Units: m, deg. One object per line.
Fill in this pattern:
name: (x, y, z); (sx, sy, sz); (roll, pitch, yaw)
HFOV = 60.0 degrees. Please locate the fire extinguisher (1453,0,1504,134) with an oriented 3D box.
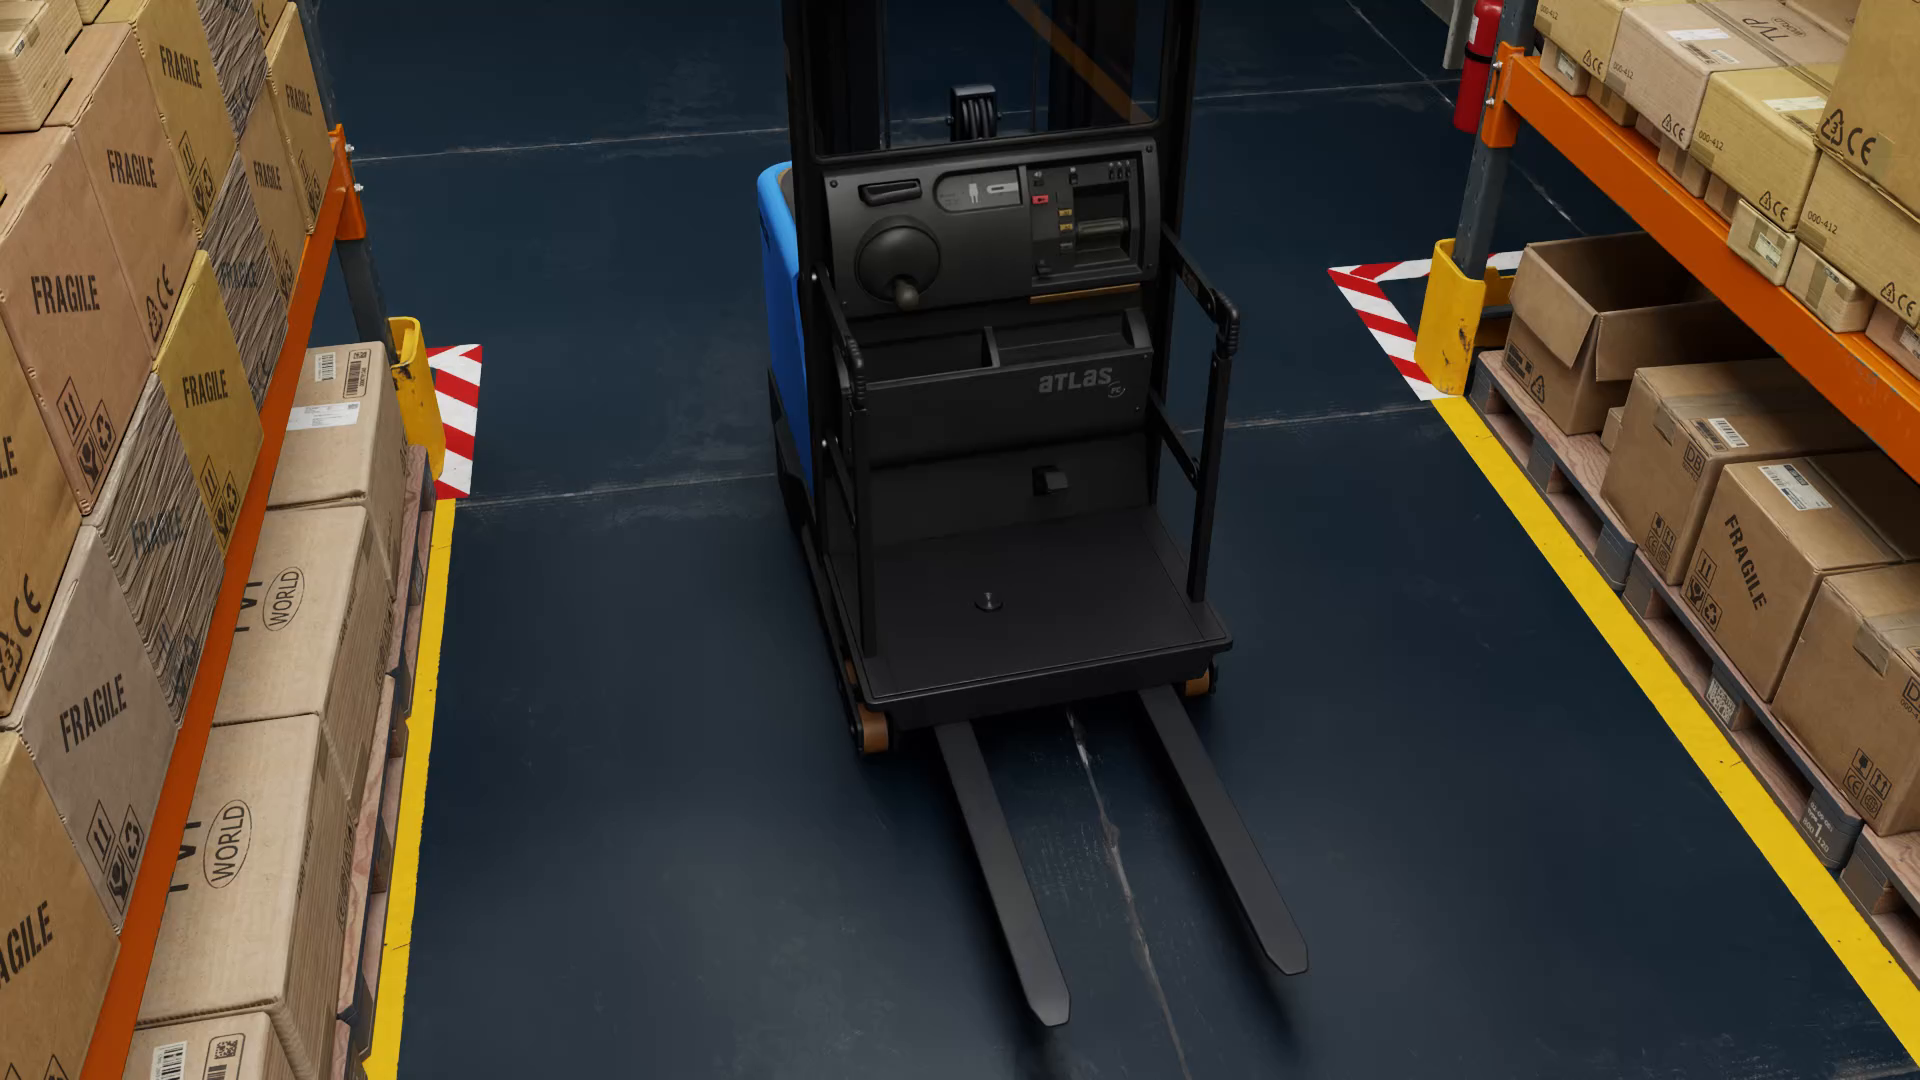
fire extinguisher: (1.927, -1.813, 6.006); (0.296, 0.674, 0.183); (-6, 38, -8)

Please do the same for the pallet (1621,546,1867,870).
pallet: (2.772, 0.412, 5.048); (1.003, 0.211, 1.213); (-6, 38, -8)

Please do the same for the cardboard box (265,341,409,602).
cardboard box: (-2.265, -0.182, 5.285); (0.875, 0.438, 0.875); (-7, 38, -9)

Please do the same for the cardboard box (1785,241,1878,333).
cardboard box: (2.438, -0.684, 4.391); (0.380, 0.149, 0.250); (-5, 38, -7)

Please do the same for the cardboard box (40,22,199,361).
cardboard box: (-1.869, -0.669, 3.270); (0.500, 0.500, 0.500); (-6, 38, -8)

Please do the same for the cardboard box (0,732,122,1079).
cardboard box: (-1.602, 0.649, 2.388); (0.500, 0.500, 0.500); (-5, 38, -6)

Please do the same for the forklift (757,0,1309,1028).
forklift: (0.153, -0.786, 4.373); (1.130, 2.935, 3.031); (-9, 39, -11)

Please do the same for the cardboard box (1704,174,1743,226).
cardboard box: (2.402, -1.002, 4.800); (0.380, 0.149, 0.250); (-6, 38, -7)

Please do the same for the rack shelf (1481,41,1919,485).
rack shelf: (2.758, -0.460, 4.483); (1.077, 0.370, 4.000); (-6, 38, -8)

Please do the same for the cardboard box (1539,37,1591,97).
cardboard box: (2.195, -1.625, 5.601); (0.380, 0.149, 0.250); (-7, 38, -8)

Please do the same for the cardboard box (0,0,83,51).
cardboard box: (-1.913, -0.986, 3.149); (0.380, 0.149, 0.250); (-5, 38, -6)

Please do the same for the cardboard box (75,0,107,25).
cardboard box: (-1.941, -1.146, 3.355); (0.380, 0.149, 0.250); (-5, 38, -7)

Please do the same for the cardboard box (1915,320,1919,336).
cardboard box: (2.602, -0.479, 3.802); (0.500, 0.250, 0.500); (-6, 38, -8)

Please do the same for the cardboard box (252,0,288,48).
cardboard box: (-2.160, -1.585, 4.448); (0.500, 0.500, 0.500); (-5, 38, -6)

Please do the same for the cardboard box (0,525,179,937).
cardboard box: (-1.686, 0.345, 2.780); (0.500, 0.500, 0.500); (-6, 38, -8)

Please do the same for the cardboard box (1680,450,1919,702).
cardboard box: (2.527, 0.099, 4.872); (0.500, 0.500, 0.500); (-6, 38, -7)

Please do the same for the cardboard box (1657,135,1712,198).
cardboard box: (2.349, -1.162, 5.005); (0.380, 0.149, 0.250); (-5, 38, -7)

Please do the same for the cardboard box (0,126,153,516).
cardboard box: (-1.784, -0.364, 2.877); (0.500, 0.500, 0.500); (-6, 38, -7)

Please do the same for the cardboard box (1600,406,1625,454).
cardboard box: (2.458, -0.352, 5.739); (0.380, 0.149, 0.250); (-8, 38, -10)

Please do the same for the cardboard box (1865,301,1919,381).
cardboard box: (2.551, -0.536, 4.200); (0.380, 0.149, 0.250); (-6, 38, -8)

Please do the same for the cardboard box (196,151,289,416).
cardboard box: (-1.961, -0.578, 3.968); (0.500, 0.500, 0.500); (-5, 38, -7)

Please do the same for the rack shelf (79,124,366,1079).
rack shelf: (-2.128, 0.076, 3.793); (1.077, 0.370, 4.000); (-6, 38, -8)

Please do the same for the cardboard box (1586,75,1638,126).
cardboard box: (2.285, -1.476, 5.410); (0.380, 0.149, 0.250); (-5, 38, -7)

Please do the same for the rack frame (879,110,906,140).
rack frame: (-0.288, -1.117, 6.332); (0.200, 1.050, 0.008); (-9, 35, -11)

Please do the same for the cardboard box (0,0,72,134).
cardboard box: (-1.826, -0.831, 2.949); (0.380, 0.149, 0.250); (-6, 38, -8)

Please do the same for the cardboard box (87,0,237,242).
cardboard box: (-1.956, -0.973, 3.661); (0.500, 0.500, 0.500); (-6, 38, -8)

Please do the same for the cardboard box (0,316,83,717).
cardboard box: (-1.705, -0.054, 2.478); (0.500, 0.500, 0.500); (-7, 38, -9)

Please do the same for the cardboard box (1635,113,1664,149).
cardboard box: (2.365, -1.321, 5.210); (0.380, 0.149, 0.250); (-7, 38, -9)

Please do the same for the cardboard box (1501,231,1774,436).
cardboard box: (2.421, -0.752, 5.966); (0.797, 0.503, 0.637); (-8, 38, -10)

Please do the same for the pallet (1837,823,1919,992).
pallet: (2.989, 1.150, 4.097); (1.003, 0.211, 1.213); (-6, 38, -8)

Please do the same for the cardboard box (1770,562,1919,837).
cardboard box: (2.715, 0.396, 4.490); (0.700, 0.500, 0.500); (-8, 38, -10)

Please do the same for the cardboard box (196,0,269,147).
cardboard box: (-2.039, -1.272, 4.046); (0.500, 0.500, 0.500); (-6, 38, -8)

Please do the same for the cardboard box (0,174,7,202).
cardboard box: (-1.726, -0.532, 2.565); (0.380, 0.149, 0.250); (-7, 38, -9)

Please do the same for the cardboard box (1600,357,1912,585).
cardboard box: (2.533, -0.231, 5.297); (0.700, 0.500, 0.500); (-5, 38, -6)

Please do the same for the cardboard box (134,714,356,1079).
cardboard box: (-1.939, 0.915, 3.874); (0.875, 0.438, 0.875); (-7, 38, -9)

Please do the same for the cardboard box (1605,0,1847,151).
cardboard box: (2.310, -1.403, 4.990); (0.500, 0.250, 0.500); (-6, 38, -7)

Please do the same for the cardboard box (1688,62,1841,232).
cardboard box: (2.402, -1.097, 4.597); (0.500, 0.250, 0.500); (-7, 38, -9)

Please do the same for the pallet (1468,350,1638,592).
pallet: (2.561, -0.323, 5.994); (1.003, 0.211, 1.213); (-6, 38, -8)

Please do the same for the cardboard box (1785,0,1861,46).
cardboard box: (2.839, -1.449, 5.050); (0.500, 0.250, 0.500); (-6, 38, -8)

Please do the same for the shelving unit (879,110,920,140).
shelving unit: (-0.259, -1.051, 6.234); (0.215, 1.050, 0.252); (-9, 35, -11)

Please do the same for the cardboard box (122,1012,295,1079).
cardboard box: (-1.782, 1.455, 3.178); (0.875, 0.438, 0.875); (-7, 38, -9)

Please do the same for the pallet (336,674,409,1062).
pallet: (-2.051, 0.895, 4.426); (1.003, 0.211, 1.213); (-6, 38, -8)

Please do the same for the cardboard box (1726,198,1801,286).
cardboard box: (2.372, -0.841, 4.593); (0.380, 0.149, 0.250); (-7, 38, -9)

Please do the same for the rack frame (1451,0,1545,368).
rack frame: (2.407, -1.952, 5.818); (1.000, 3.000, 0.127); (-6, 38, -8)

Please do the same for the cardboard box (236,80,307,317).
cardboard box: (-2.060, -0.888, 4.366); (0.500, 0.500, 0.500); (-7, 38, -9)

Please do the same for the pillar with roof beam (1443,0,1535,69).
pillar with roof beam: (-1.416, -5.584, 5.602); (9.100, 9.000, 0.400); (-6, 38, -8)

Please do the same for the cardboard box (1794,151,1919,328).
cardboard box: (2.513, -0.790, 4.202); (0.500, 0.250, 0.500); (-7, 38, -9)

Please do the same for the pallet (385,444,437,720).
pallet: (-2.262, 0.160, 5.372); (1.003, 0.211, 1.213); (-6, 38, -8)

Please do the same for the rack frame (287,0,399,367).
rack frame: (-2.479, -1.416, 5.128); (1.000, 3.000, 0.127); (-6, 38, -8)

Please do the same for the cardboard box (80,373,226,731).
cardboard box: (-1.767, 0.044, 3.167); (0.500, 0.500, 0.500); (-6, 38, -8)

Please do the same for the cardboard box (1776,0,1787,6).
cardboard box: (2.749, -1.761, 5.452); (0.500, 0.250, 0.500); (-5, 38, -7)

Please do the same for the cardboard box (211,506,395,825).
cardboard box: (-2.096, 0.370, 4.575); (0.875, 0.438, 0.875); (-5, 38, -7)

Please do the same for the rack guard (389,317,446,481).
rack guard: (-2.483, -0.443, 5.913); (1.175, 0.500, 0.348); (-6, 38, -8)

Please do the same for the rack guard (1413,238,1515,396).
rack guard: (2.421, -0.919, 6.525); (1.175, 0.500, 0.348); (-6, 38, -8)

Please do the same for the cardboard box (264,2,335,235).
cardboard box: (-2.134, -1.193, 4.759); (0.500, 0.500, 0.500); (-6, 38, -8)

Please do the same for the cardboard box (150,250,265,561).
cardboard box: (-1.857, -0.268, 3.568); (0.500, 0.500, 0.500); (-5, 38, -7)

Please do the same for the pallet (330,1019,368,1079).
pallet: (-1.834, 1.634, 3.475); (1.003, 0.211, 1.213); (-6, 38, -8)

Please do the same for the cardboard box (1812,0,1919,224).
cardboard box: (2.485, -1.097, 3.986); (0.500, 0.500, 0.500); (-5, 38, -7)

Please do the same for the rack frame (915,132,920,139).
rack frame: (-0.229, -0.985, 6.135); (0.200, 1.050, 0.008); (-9, 35, -11)

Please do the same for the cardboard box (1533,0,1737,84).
cardboard box: (2.222, -1.707, 5.382); (0.500, 0.250, 0.500); (-6, 38, -8)
